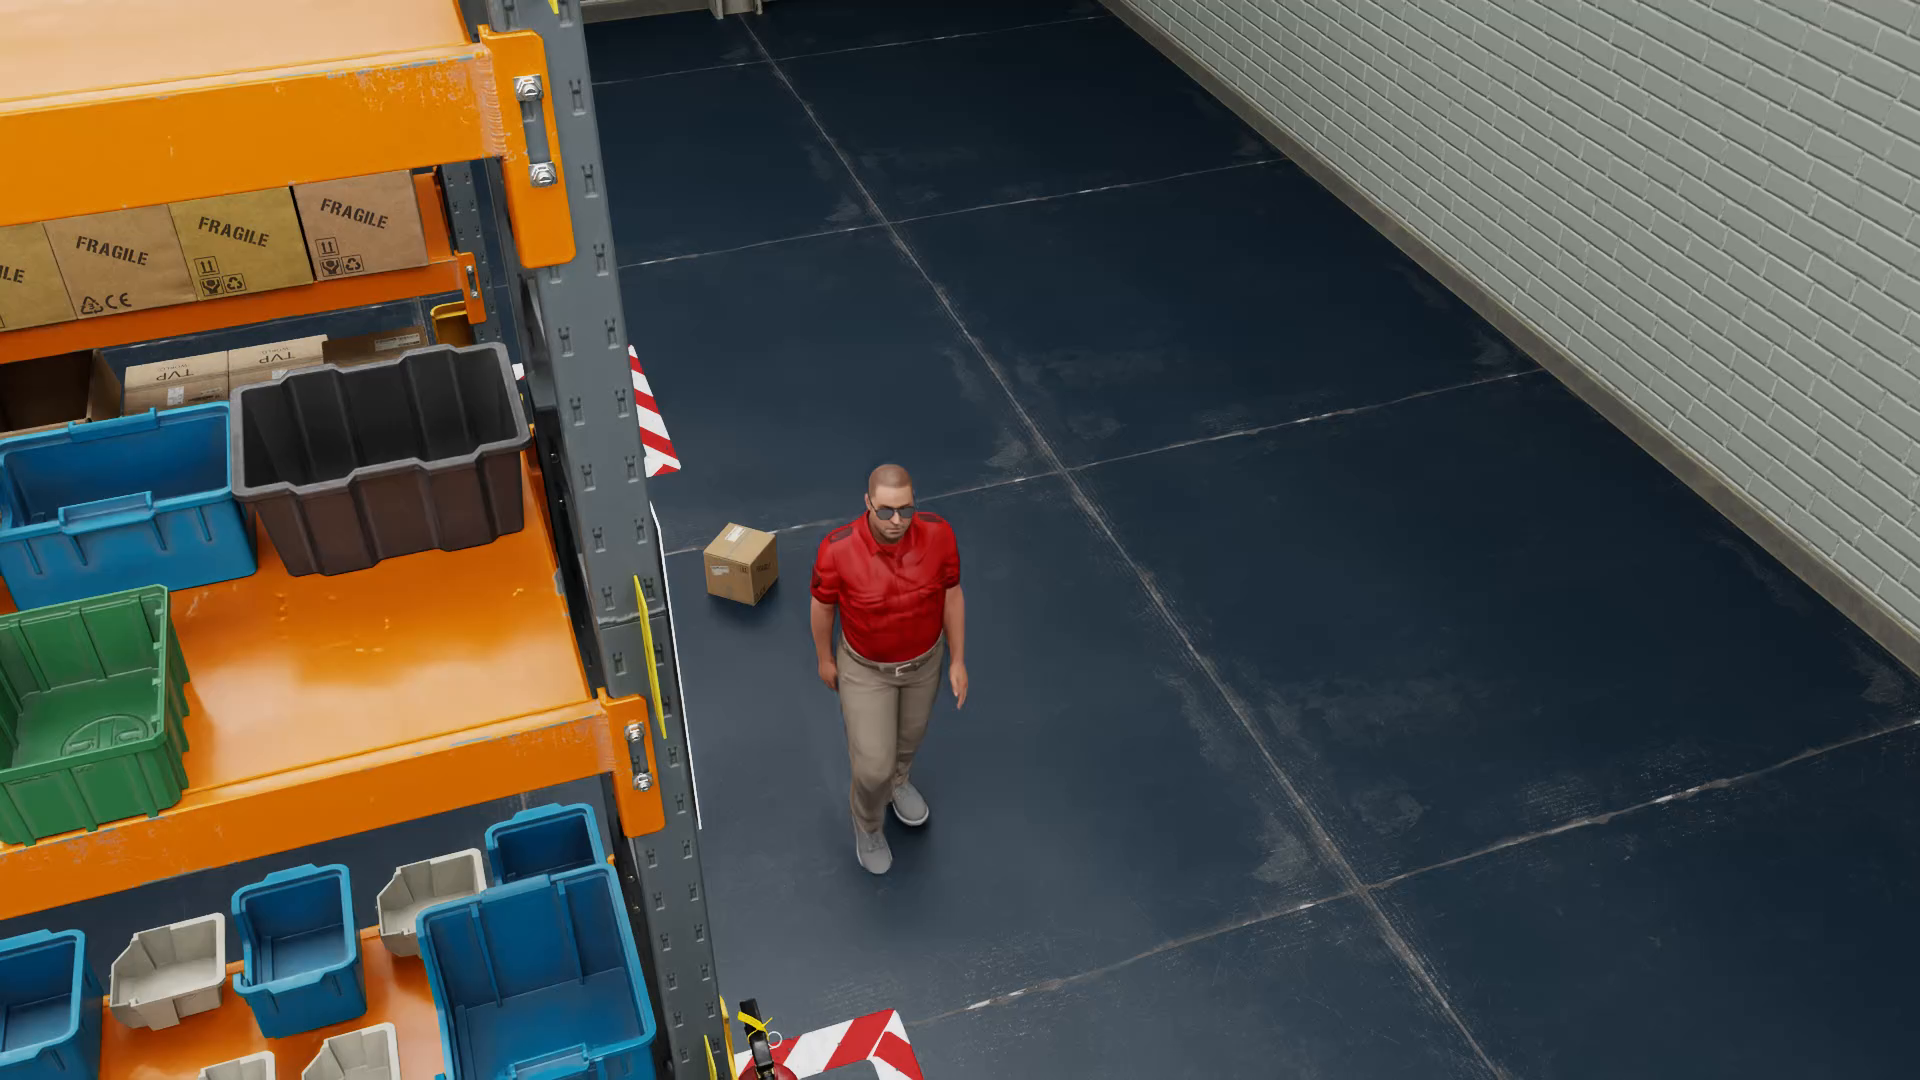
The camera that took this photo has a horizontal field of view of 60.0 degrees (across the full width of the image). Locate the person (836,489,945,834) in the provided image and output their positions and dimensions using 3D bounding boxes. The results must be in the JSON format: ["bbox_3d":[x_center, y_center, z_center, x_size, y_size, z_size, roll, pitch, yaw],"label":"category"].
[{"bbox_3d":[-0.248,0.473,6.137,0.442,1.541,0.449,-15,40,-19],"label":"person"}]
